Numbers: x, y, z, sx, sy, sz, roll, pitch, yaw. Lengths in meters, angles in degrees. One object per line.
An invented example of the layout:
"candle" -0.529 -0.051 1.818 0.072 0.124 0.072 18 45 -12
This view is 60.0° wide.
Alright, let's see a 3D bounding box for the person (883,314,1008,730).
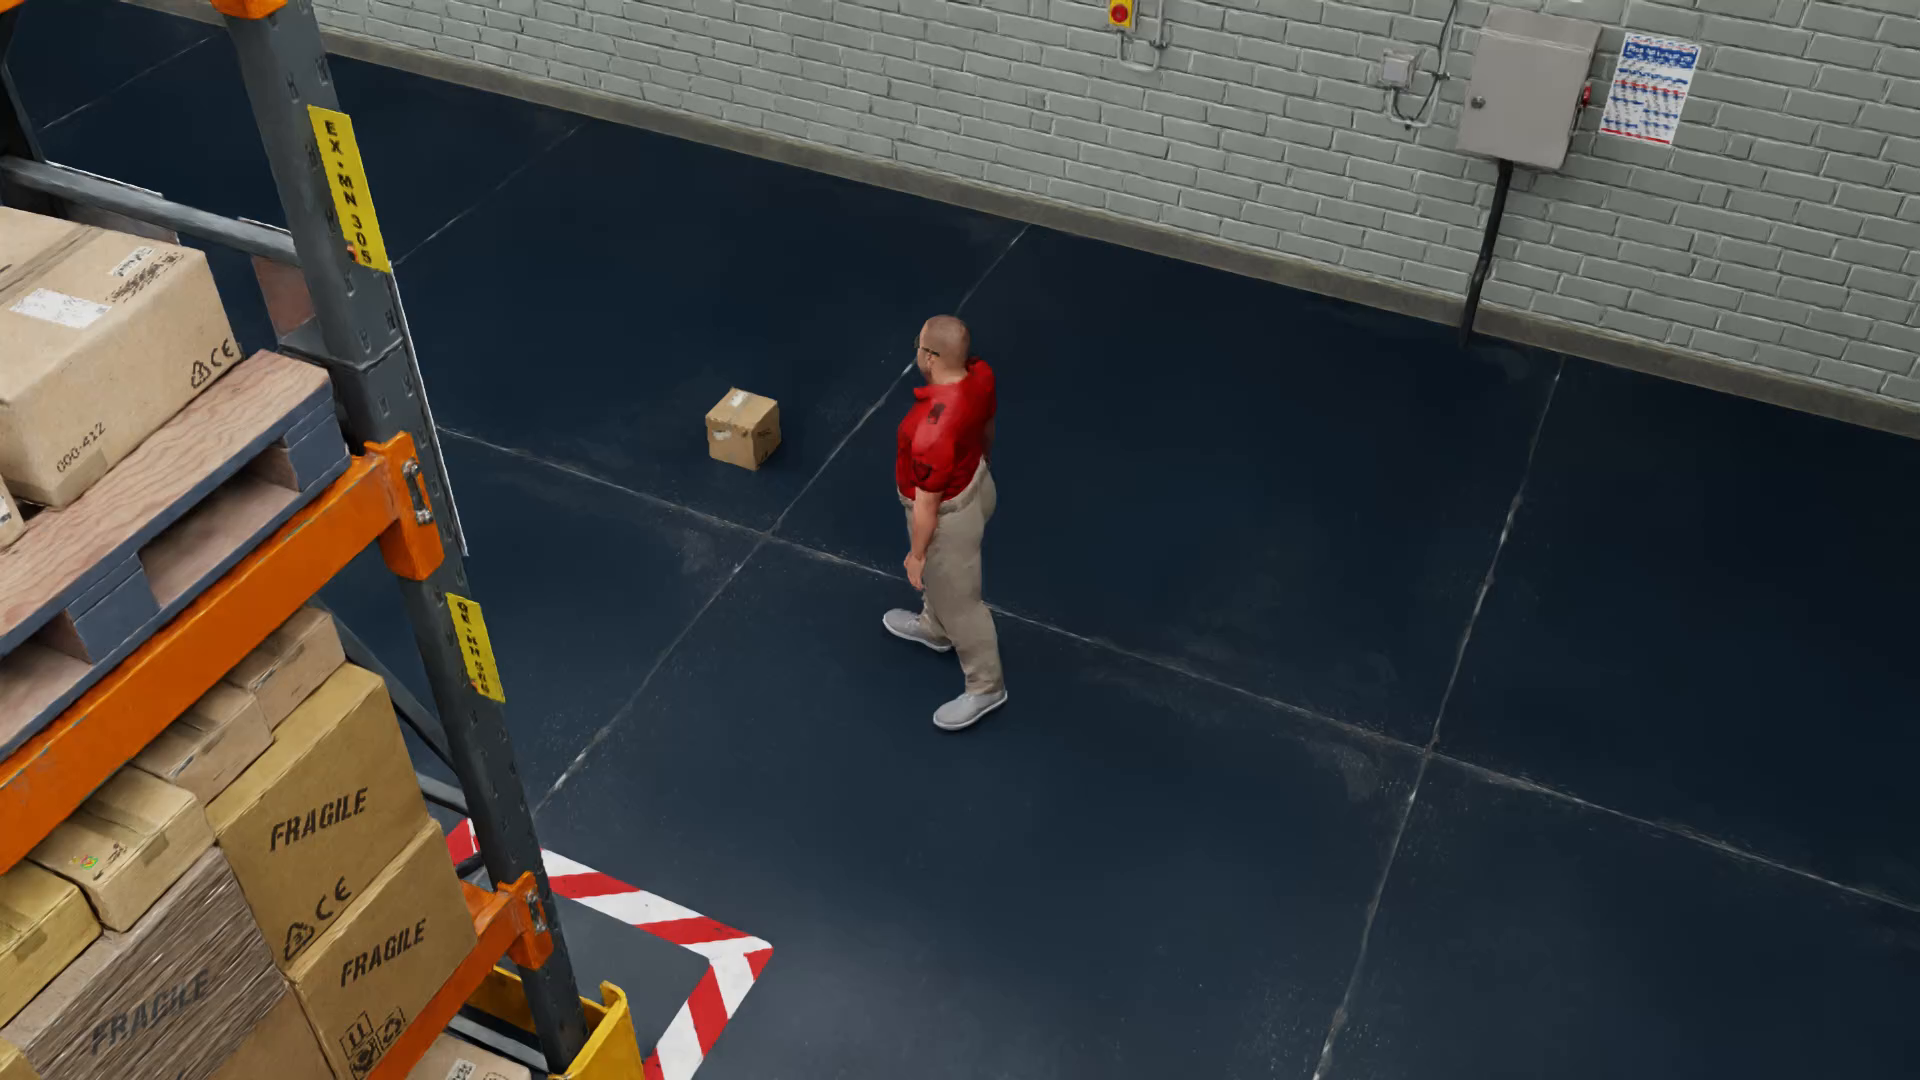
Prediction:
"person" -0.063 -0.142 6.317 0.631 1.716 0.756 12 43 14
